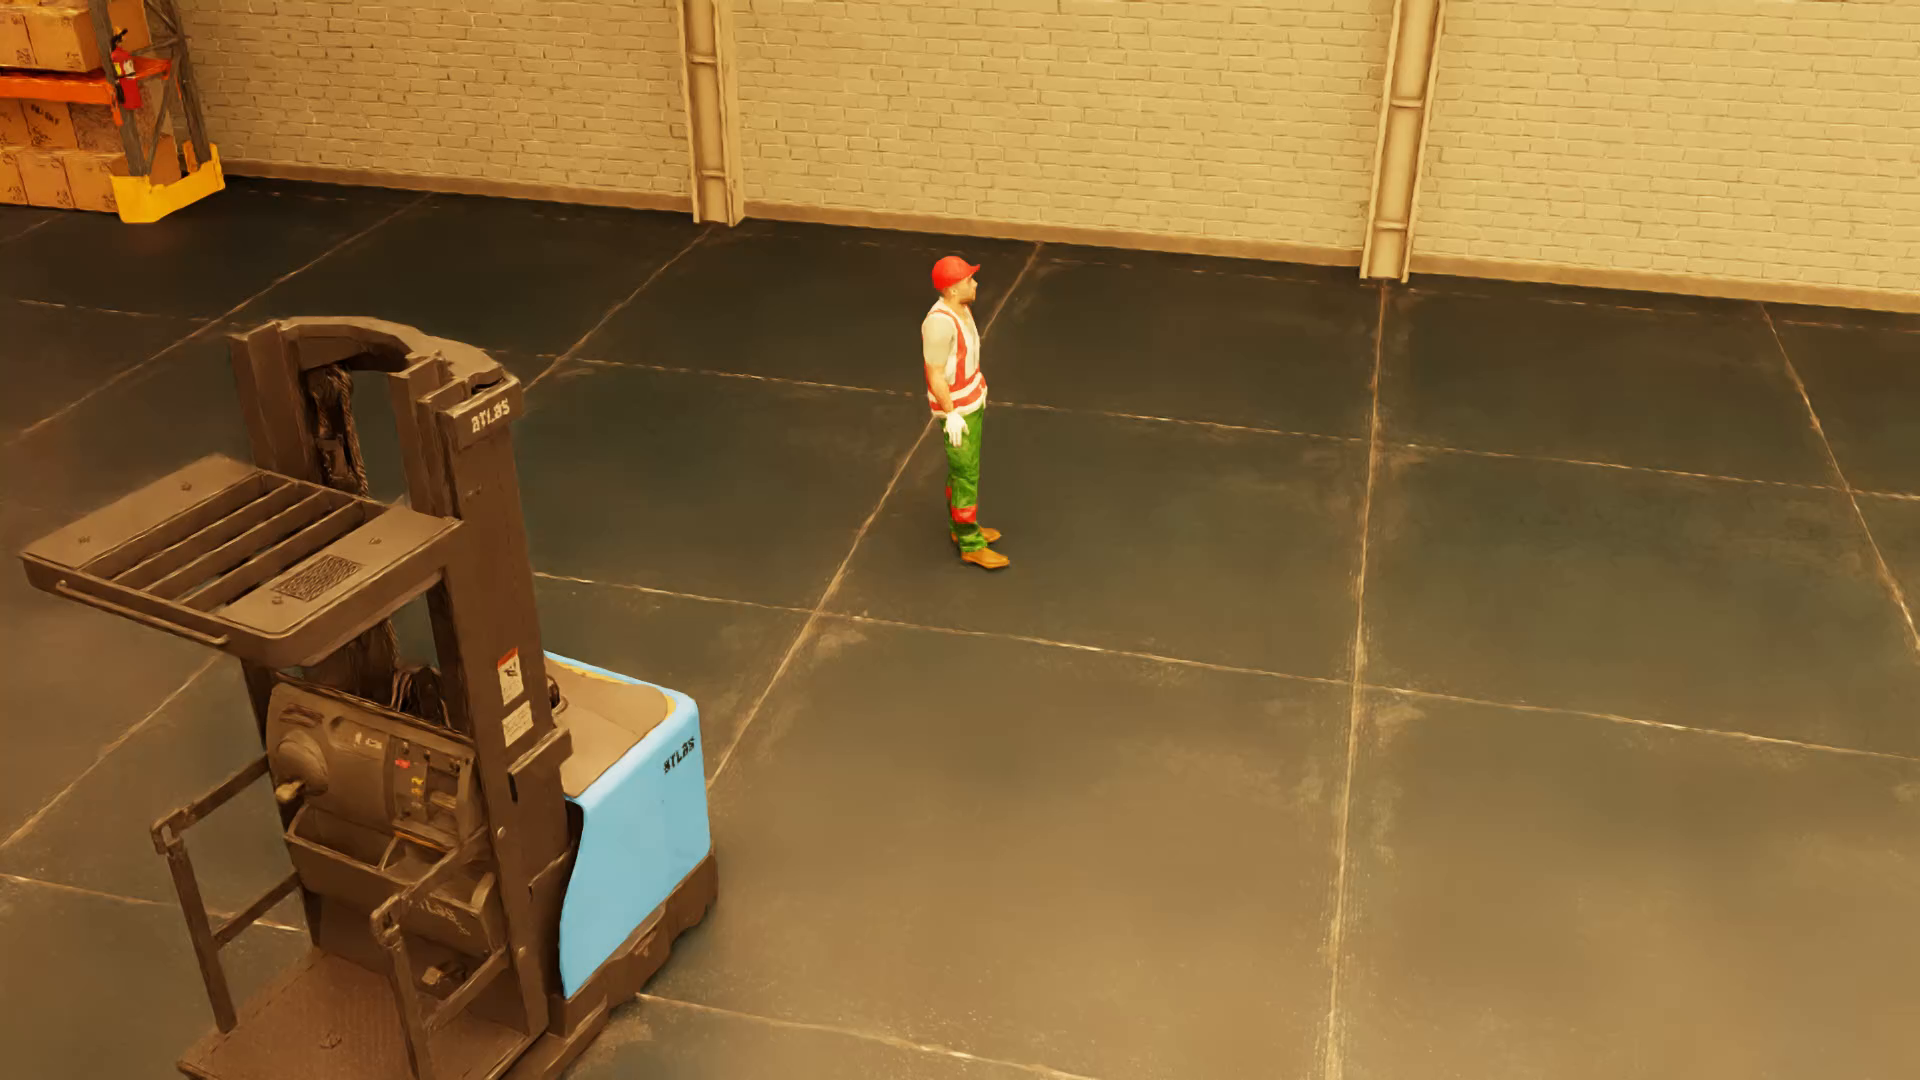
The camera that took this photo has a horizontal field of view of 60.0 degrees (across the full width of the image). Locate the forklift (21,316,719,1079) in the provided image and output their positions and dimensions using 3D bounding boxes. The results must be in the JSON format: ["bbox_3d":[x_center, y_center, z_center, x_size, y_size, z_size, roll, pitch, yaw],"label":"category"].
[{"bbox_3d":[-2.168,0.848,5.673,1.130,2.935,3.031,14,32,23],"label":"forklift"}]

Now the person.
[{"bbox_3d":[0.075,-0.770,9.673,0.563,1.787,0.637,7,30,12],"label":"person"}]
